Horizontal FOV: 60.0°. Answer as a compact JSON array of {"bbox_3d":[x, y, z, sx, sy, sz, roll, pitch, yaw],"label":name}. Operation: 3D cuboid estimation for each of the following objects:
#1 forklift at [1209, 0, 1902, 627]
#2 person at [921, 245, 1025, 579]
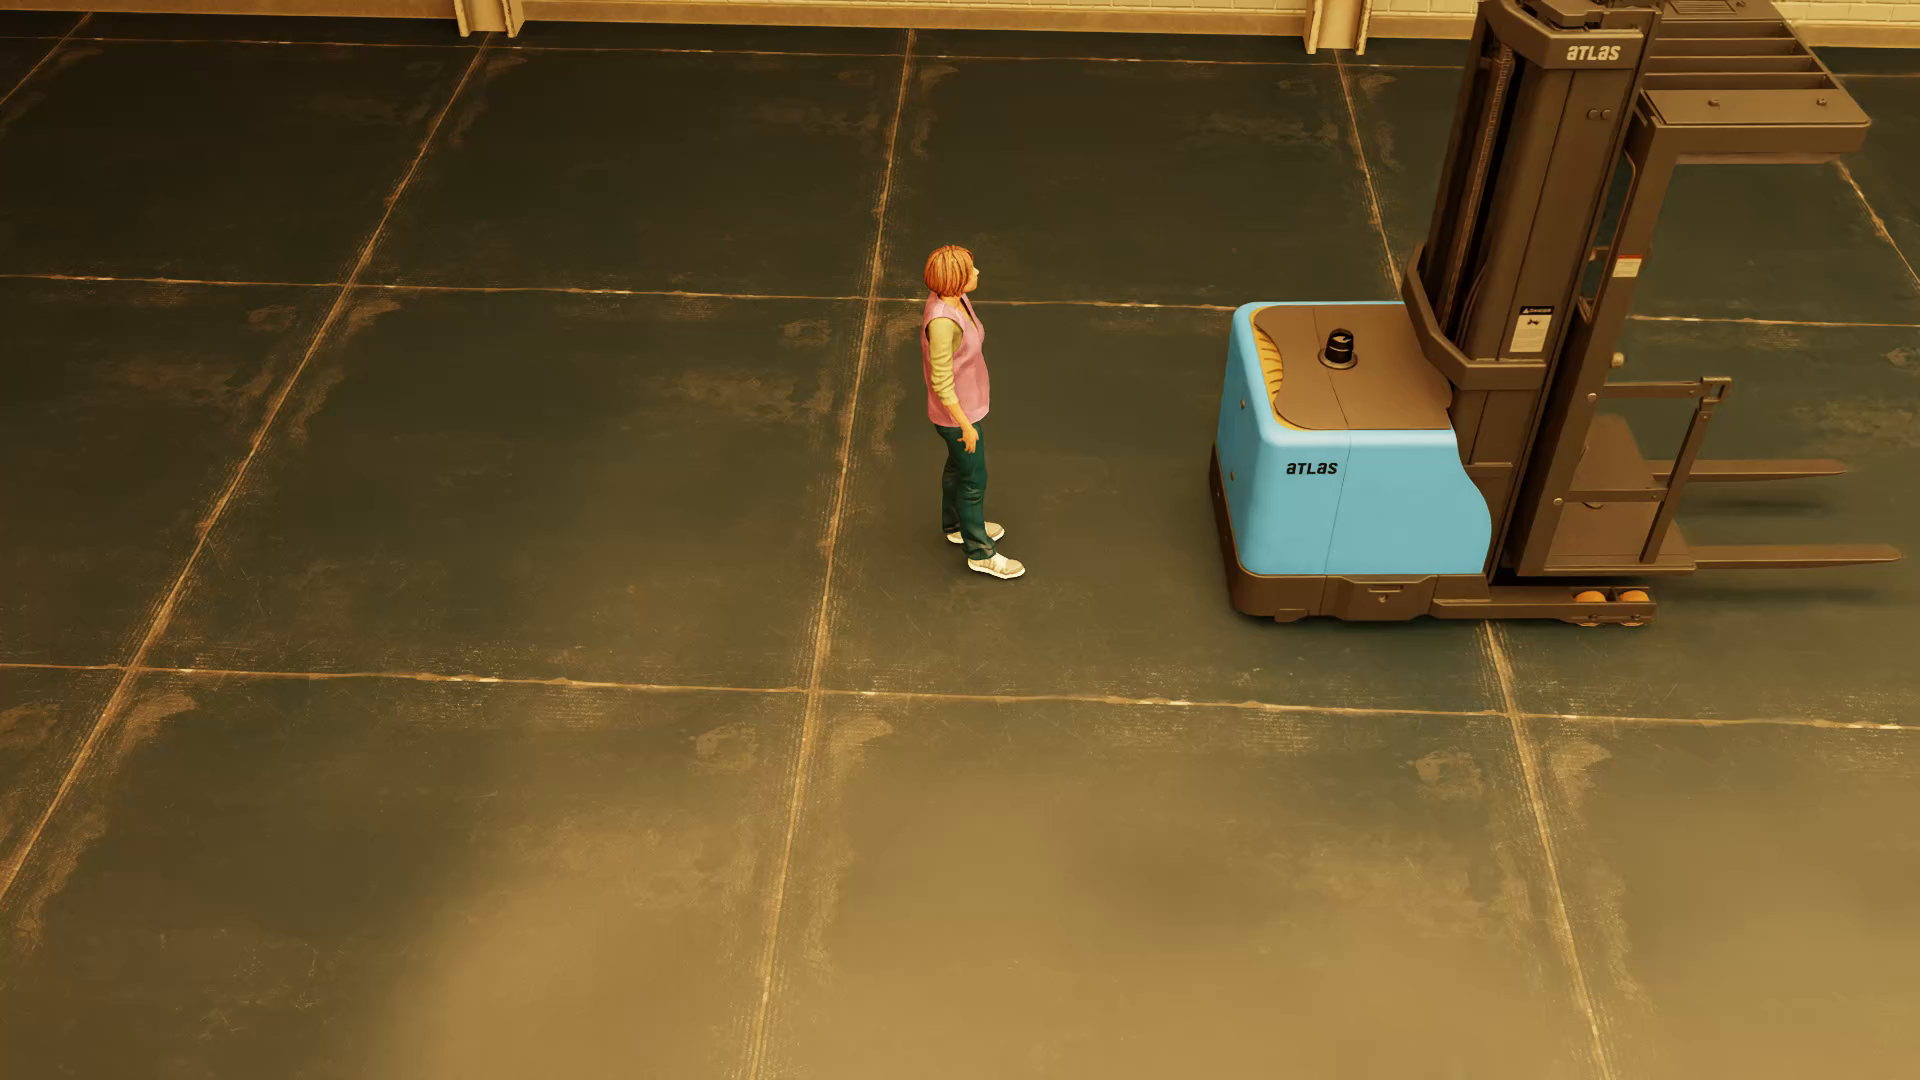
[{"bbox_3d":[2.735,-1.053,6.895,3.031,2.935,1.130,0,42,0],"label":"forklift"},{"bbox_3d":[0.073,-0.584,7.360,0.475,1.596,0.520,2,42,2],"label":"person"}]
